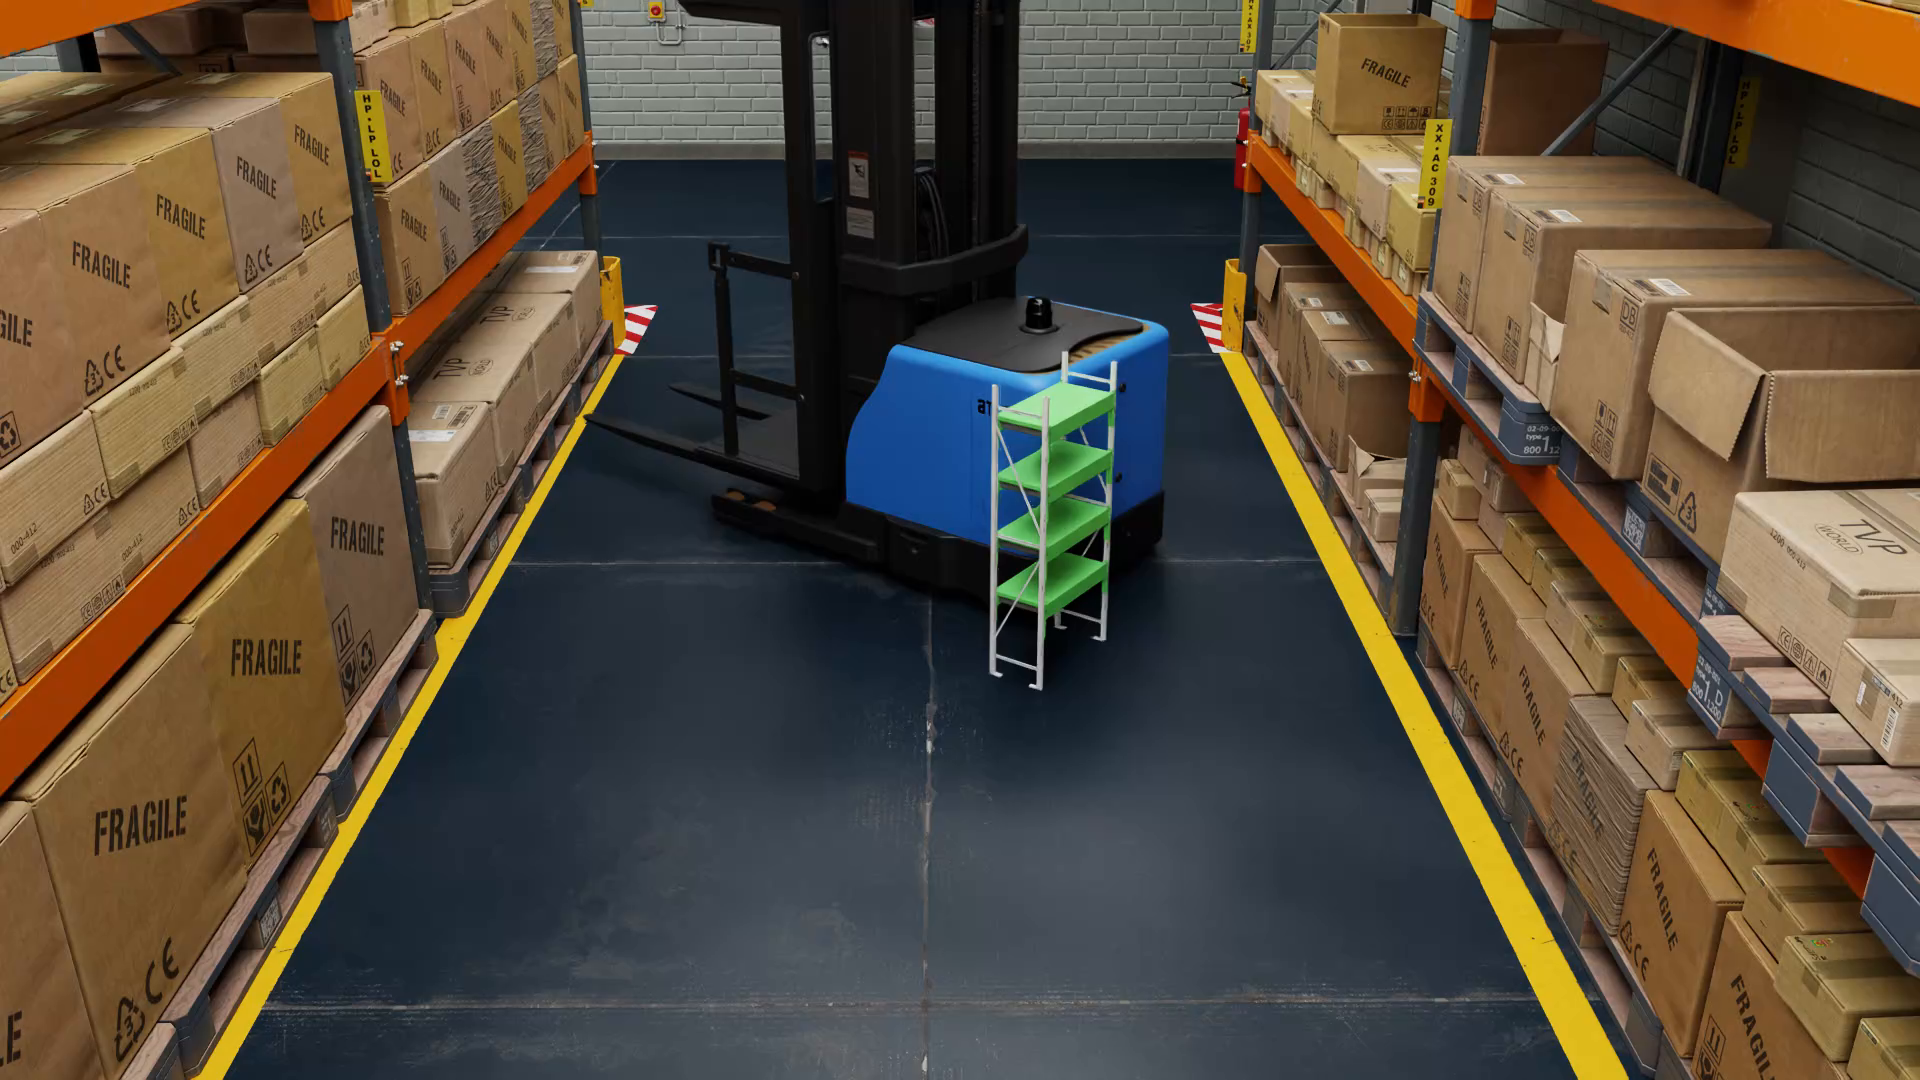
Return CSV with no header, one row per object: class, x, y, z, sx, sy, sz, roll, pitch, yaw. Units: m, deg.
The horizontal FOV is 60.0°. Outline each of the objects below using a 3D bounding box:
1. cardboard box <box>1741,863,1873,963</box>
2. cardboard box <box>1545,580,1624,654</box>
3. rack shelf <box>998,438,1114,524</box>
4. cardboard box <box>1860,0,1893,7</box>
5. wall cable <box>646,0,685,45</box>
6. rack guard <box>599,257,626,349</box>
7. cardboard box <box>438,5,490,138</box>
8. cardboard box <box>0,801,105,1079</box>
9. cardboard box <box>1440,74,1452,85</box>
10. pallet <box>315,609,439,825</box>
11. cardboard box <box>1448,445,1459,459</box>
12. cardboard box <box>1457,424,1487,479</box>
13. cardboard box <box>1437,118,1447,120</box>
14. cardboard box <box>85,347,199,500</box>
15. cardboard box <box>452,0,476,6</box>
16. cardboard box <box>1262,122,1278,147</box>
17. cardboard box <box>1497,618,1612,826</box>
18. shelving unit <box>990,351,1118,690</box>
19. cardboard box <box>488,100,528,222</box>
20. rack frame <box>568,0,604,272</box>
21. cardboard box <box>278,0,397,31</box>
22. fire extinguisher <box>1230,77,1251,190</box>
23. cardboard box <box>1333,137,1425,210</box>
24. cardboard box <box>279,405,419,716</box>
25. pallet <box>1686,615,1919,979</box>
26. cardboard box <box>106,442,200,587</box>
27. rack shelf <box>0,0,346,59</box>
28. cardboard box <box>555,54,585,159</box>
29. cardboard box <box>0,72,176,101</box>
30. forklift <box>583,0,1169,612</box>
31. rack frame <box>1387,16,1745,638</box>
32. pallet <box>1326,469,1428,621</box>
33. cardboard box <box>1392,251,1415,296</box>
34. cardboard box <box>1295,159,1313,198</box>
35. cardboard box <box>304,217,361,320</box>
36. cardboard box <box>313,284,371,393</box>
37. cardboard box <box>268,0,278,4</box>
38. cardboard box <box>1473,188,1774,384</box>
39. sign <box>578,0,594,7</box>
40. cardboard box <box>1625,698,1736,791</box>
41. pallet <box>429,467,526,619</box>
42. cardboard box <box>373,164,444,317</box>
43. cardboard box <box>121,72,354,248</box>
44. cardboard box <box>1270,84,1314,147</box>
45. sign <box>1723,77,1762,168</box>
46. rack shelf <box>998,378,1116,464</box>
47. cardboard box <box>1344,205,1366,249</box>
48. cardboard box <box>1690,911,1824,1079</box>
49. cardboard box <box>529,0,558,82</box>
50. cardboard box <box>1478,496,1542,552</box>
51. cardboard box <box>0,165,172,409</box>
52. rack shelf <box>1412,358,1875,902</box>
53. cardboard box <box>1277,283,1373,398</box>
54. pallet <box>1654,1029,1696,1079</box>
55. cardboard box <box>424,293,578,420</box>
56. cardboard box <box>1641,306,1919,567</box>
cardboard box,2.081,0.887,3.886,0.380,0.149,0.250,-1,24,-2
cardboard box,2.103,0.246,5.302,0.380,0.149,0.250,0,24,-1
rack shelf,0.359,-0.236,6.389,0.258,0.148,0.480,16,29,31
cardboard box,2.072,-1.264,3.447,0.500,0.250,0.500,0,24,-1
wall cable,-2.803,-5.415,14.812,0.585,1.953,0.123,0,24,-1
rack guard,-2.718,-1.485,10.428,1.175,0.500,0.348,0,24,-1
cardboard box,-2.431,-2.084,7.383,0.500,0.500,0.500,0,24,0
cardboard box,-2.555,1.174,3.584,0.875,0.875,0.875,0,24,-1
cardboard box,2.515,-2.517,9.497,0.500,0.250,0.500,0,24,1
pallet,-2.591,0.622,6.119,1.003,0.211,1.213,0,24,-1
cardboard box,2.513,-0.334,7.799,0.380,0.149,0.250,-1,24,-1
cardboard box,2.087,-0.325,6.204,0.380,0.149,0.250,-1,24,-1
cardboard box,2.526,-1.885,8.099,0.500,0.250,0.500,0,24,-1
cardboard box,-2.380,-0.315,4.381,0.500,0.250,0.500,0,24,0
cardboard box,-2.416,-2.522,7.564,0.380,0.149,0.250,0,24,0
cardboard box,1.974,-2.387,9.693,0.380,0.149,0.250,0,24,-1
cardboard box,2.086,0.583,5.345,0.500,0.500,0.500,-1,24,-2
shelving unit,0.359,-0.076,6.462,0.258,1.200,0.503,16,29,31
cardboard box,-2.424,-1.831,8.037,0.500,0.500,0.500,0,24,1
rack frame,-2.718,-2.615,9.891,1.000,3.000,0.127,0,24,-1
cardboard box,-2.482,-2.105,6.642,0.380,0.149,0.250,-1,24,-1
fire extinguisher,1.781,-2.492,10.166,0.296,0.674,0.183,0,24,-1
cardboard box,2.027,-1.678,7.641,0.500,0.250,0.500,0,24,-1
cardboard box,-2.588,0.066,6.034,0.875,0.875,0.875,0,24,1
pallet,2.255,0.467,3.311,1.213,0.211,1.003,0,24,-1
cardboard box,-2.417,-0.084,4.477,0.500,0.250,0.500,0,24,-1
rack shelf,-2.653,-1.181,3.954,1.077,0.370,4.000,0,24,-1
cardboard box,-2.448,-2.463,9.433,0.500,0.500,0.500,0,24,0
cardboard box,-2.957,-1.285,5.616,0.500,0.500,0.500,0,24,0
forklift,-0.554,-1.505,7.520,3.031,2.935,1.130,17,30,34
rack frame,2.289,-0.990,6.299,1.000,3.000,0.127,0,24,-1
pallet,2.282,-0.002,7.500,1.003,0.211,1.213,0,24,-1
cardboard box,2.008,-1.113,6.876,0.380,0.149,0.250,0,24,1
cardboard box,1.939,-1.856,8.519,0.380,0.149,0.250,-1,24,-2
cardboard box,-2.427,-0.945,5.775,0.500,0.250,0.500,0,24,-1
cardboard box,-2.418,-0.714,5.871,0.500,0.250,0.500,-1,24,-2
cardboard box,-2.883,-2.100,6.632,0.380,0.149,0.250,0,24,0
cardboard box,2.076,-0.813,5.277,0.700,0.500,0.500,0,24,0
sign,-2.175,-3.247,9.596,0.100,0.325,0.005,0,24,-1
cardboard box,2.087,0.561,4.606,0.380,0.149,0.250,-1,24,-3
pallet,-2.605,-0.009,7.515,1.003,0.211,1.213,0,24,-1
cardboard box,-2.418,-1.206,6.656,0.500,0.500,0.500,1,24,1
cardboard box,-2.419,-1.284,5.615,0.500,0.500,0.500,1,24,1
cardboard box,1.986,-2.310,9.038,0.500,0.250,0.500,0,24,0
sign,2.844,-1.522,6.069,0.100,0.325,0.005,0,24,-1
rack shelf,0.359,-0.455,6.290,0.258,0.148,0.480,16,29,31
cardboard box,1.975,-1.433,7.584,0.380,0.149,0.250,-1,24,-1
cardboard box,2.118,1.226,3.923,0.500,0.500,0.500,-1,24,-1
cardboard box,-2.440,-2.703,8.751,0.500,0.500,0.500,0,24,0
cardboard box,2.107,-0.075,6.013,0.380,0.149,0.250,-1,24,-2
cardboard box,-2.399,-0.649,4.210,0.500,0.500,0.500,0,24,0
rack shelf,2.311,0.162,4.625,1.077,0.370,4.000,0,24,-1
cardboard box,2.127,-1.086,9.035,0.700,0.500,0.500,1,24,2
pallet,2.362,1.621,3.910,1.003,0.211,1.213,0,24,-1
cardboard box,-2.593,-0.990,8.898,0.875,0.438,0.875,0,24,1
cardboard box,2.130,-0.252,4.032,0.797,0.503,0.637,-1,24,-2
